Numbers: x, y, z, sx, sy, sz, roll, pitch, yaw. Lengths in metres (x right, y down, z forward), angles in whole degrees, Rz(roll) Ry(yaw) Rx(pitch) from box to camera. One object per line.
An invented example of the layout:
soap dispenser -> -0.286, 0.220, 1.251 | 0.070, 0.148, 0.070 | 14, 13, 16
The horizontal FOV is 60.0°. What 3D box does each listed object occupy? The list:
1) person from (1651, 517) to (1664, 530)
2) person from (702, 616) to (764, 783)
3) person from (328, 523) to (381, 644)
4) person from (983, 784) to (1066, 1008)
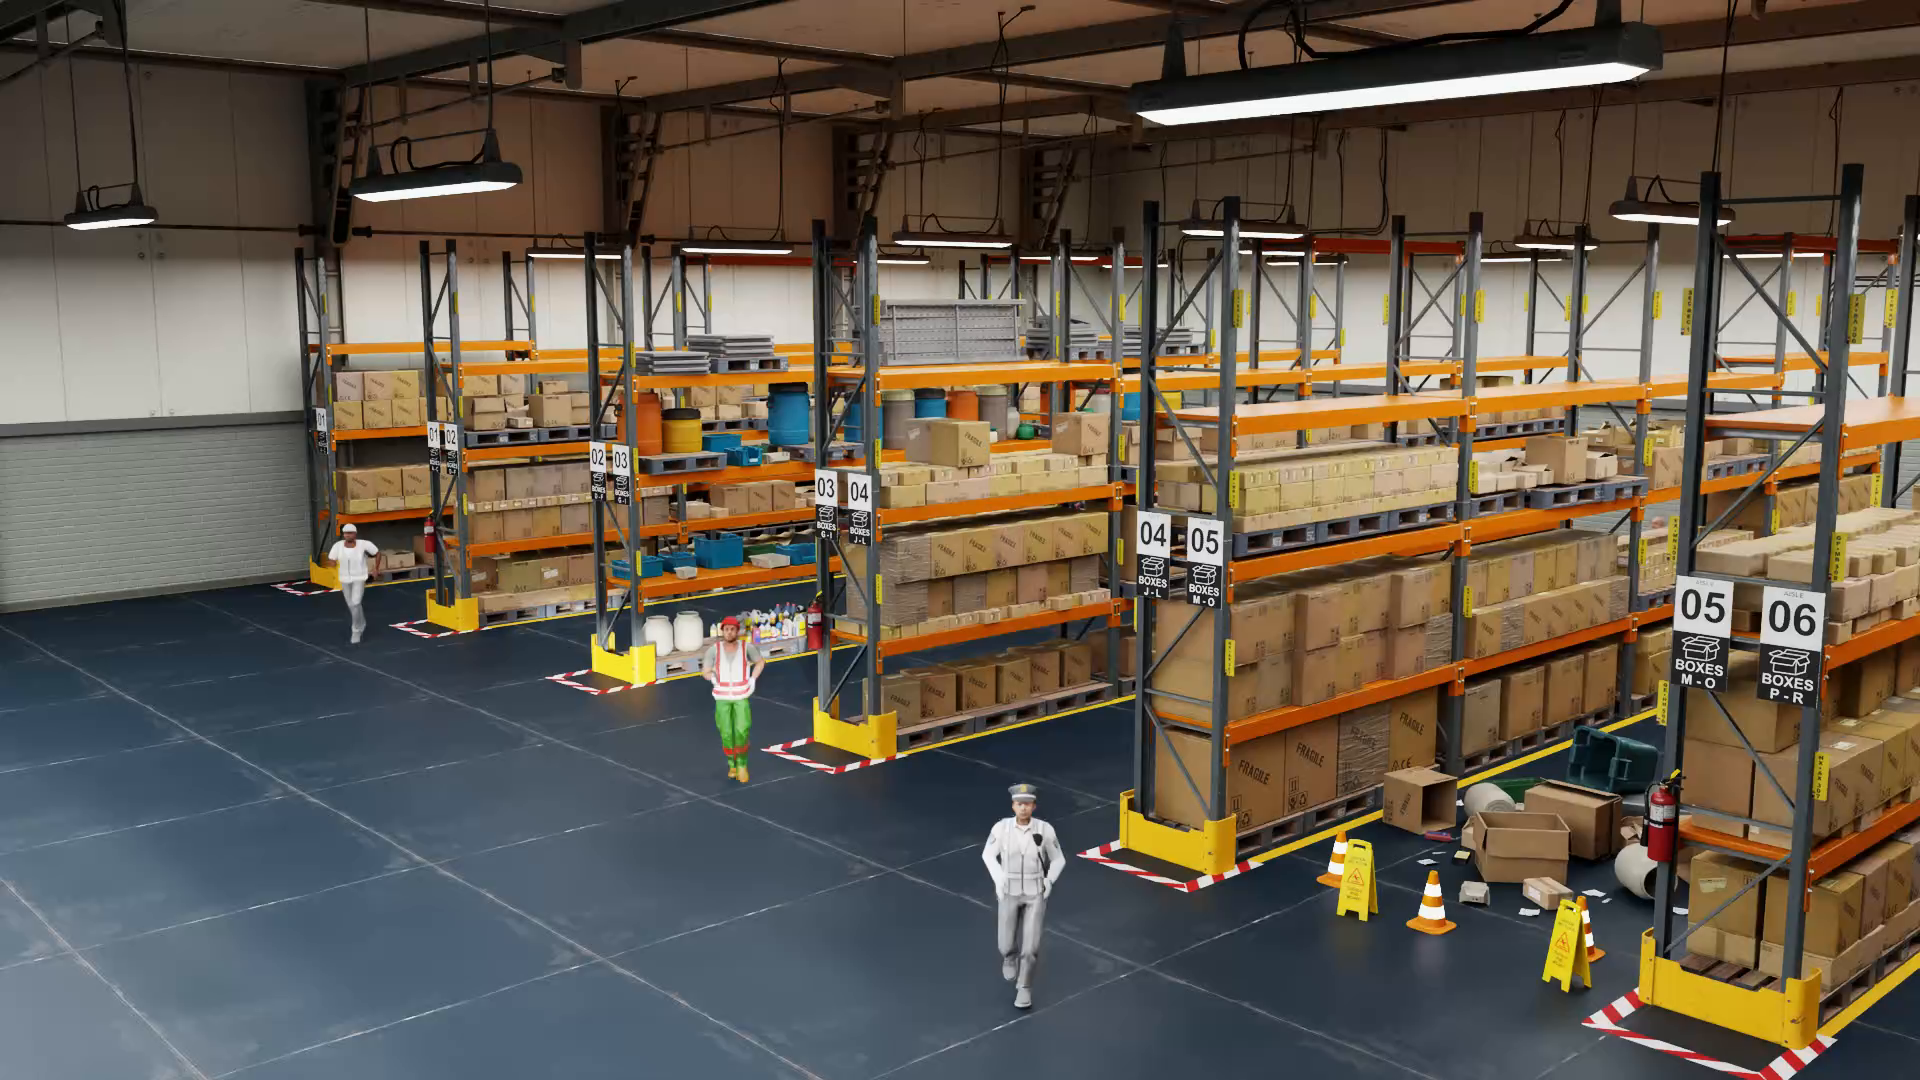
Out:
person -> 10.781, 0.536, 25.656 | 0.954, 1.797, 0.733 | -7, 11, -39
person -> -2.425, 1.719, 17.738 | 0.653, 1.811, 0.616 | 0, 8, -3
person -> -9.157, 0.628, 25.129 | 0.720, 1.796, 0.840 | 0, 8, 1
person -> 0.466, 2.580, 12.198 | 0.614, 1.642, 0.573 | 1, 8, 4
